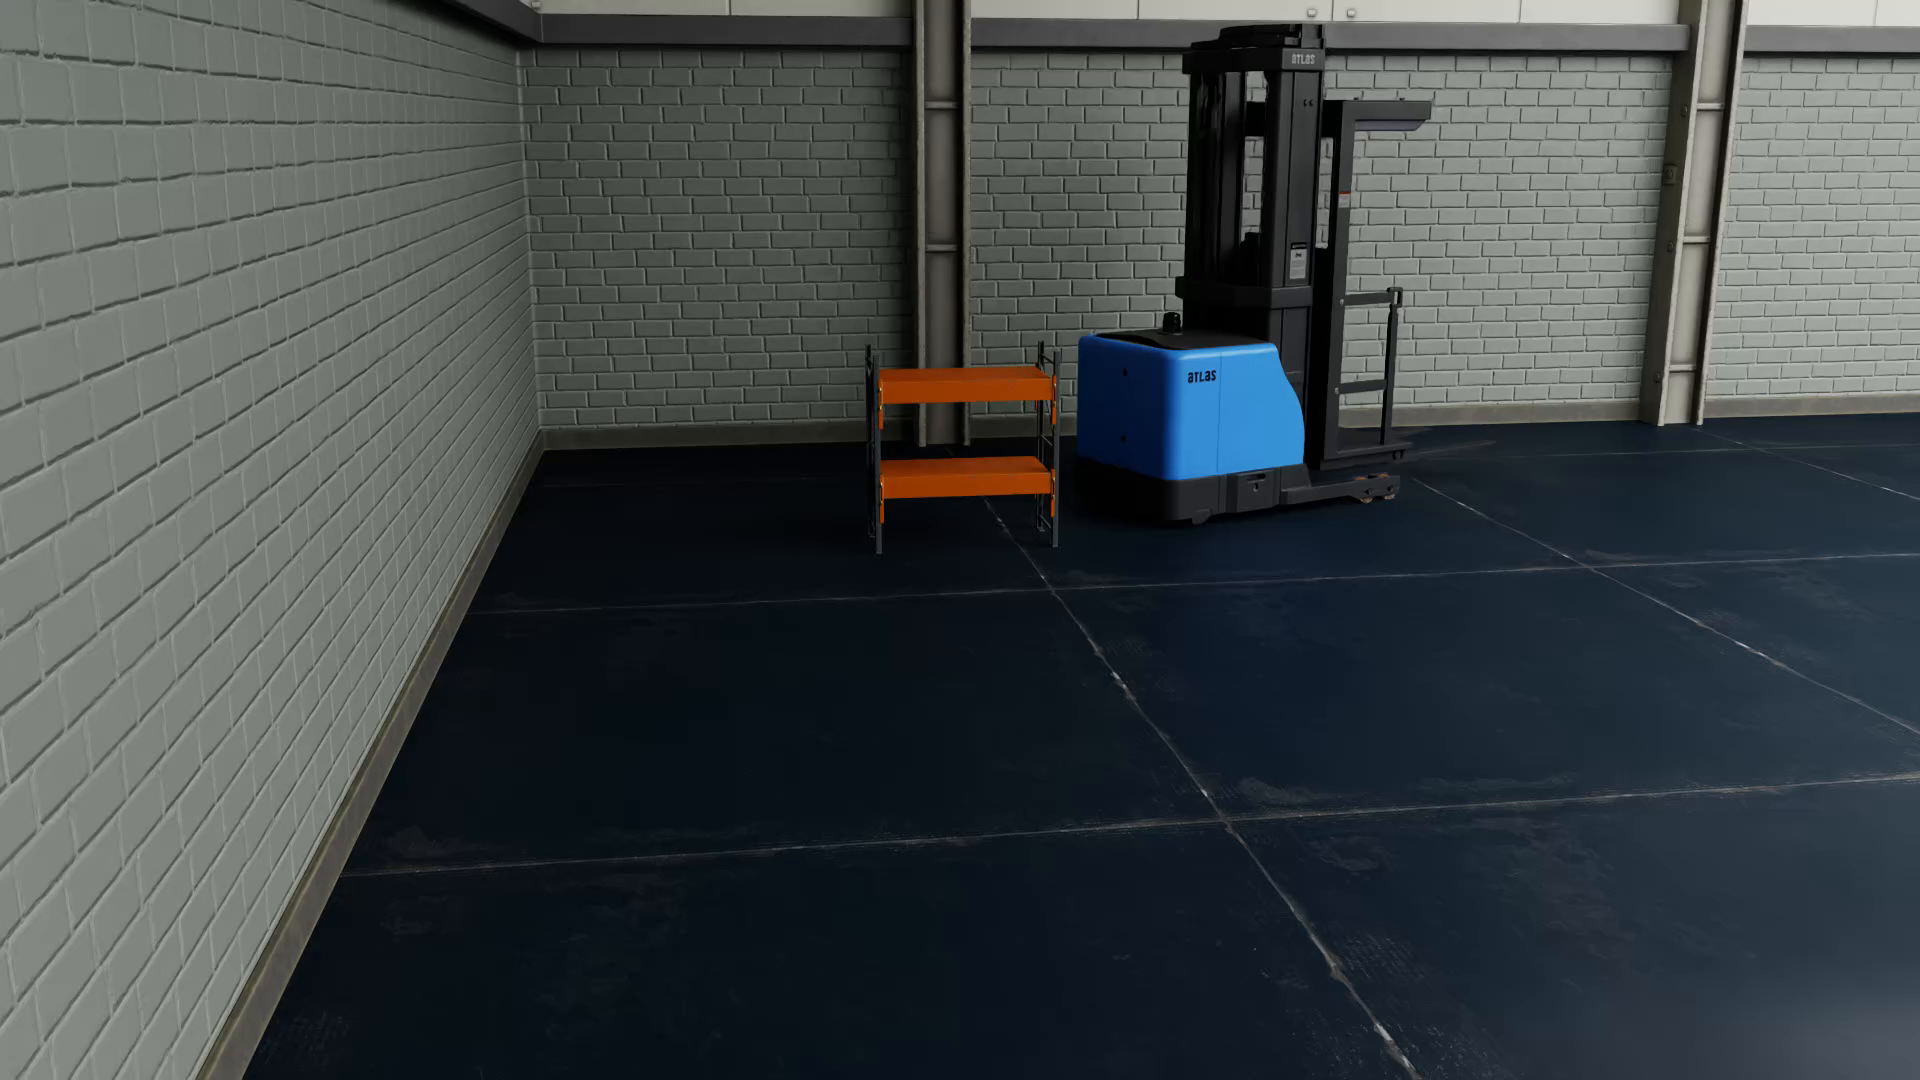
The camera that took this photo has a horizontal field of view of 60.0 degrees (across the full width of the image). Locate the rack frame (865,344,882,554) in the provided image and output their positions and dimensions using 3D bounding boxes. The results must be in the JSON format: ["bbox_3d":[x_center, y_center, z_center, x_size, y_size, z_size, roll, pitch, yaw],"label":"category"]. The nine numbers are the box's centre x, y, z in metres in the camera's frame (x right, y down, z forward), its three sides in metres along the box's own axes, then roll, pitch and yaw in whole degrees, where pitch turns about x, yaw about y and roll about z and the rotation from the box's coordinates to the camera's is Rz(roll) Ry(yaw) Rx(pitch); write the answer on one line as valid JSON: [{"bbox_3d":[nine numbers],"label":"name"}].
[{"bbox_3d":[-0.496,-0.527,9.513,0.032,1.125,0.500,-2,14,-8],"label":"rack frame"}]

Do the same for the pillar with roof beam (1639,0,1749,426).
[{"bbox_3d":[6.433,-4.294,8.345,0.400,9.000,9.100,-2,14,-8],"label":"pillar with roof beam"}]

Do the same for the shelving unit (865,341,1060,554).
[{"bbox_3d":[0.007,-0.546,9.586,1.048,1.125,0.538,-2,14,-8],"label":"shelving unit"}]

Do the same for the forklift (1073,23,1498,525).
[{"bbox_3d":[2.255,-1.759,10.710,3.031,2.935,1.130,-8,16,-30],"label":"forklift"}]

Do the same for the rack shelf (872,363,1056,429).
[{"bbox_3d":[0.007,-0.830,9.515,1.000,0.278,0.538,-2,14,-8],"label":"rack shelf"}]

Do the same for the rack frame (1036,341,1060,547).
[{"bbox_3d":[0.509,-0.564,9.659,0.032,1.125,0.500,-2,14,-8],"label":"rack frame"}]

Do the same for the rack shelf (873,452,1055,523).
[{"bbox_3d":[0.007,-0.309,9.645,1.000,0.278,0.538,-2,14,-8],"label":"rack shelf"}]

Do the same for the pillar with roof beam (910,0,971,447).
[{"bbox_3d":[0.500,-4.077,7.478,0.400,9.000,9.100,-2,14,-8],"label":"pillar with roof beam"}]
